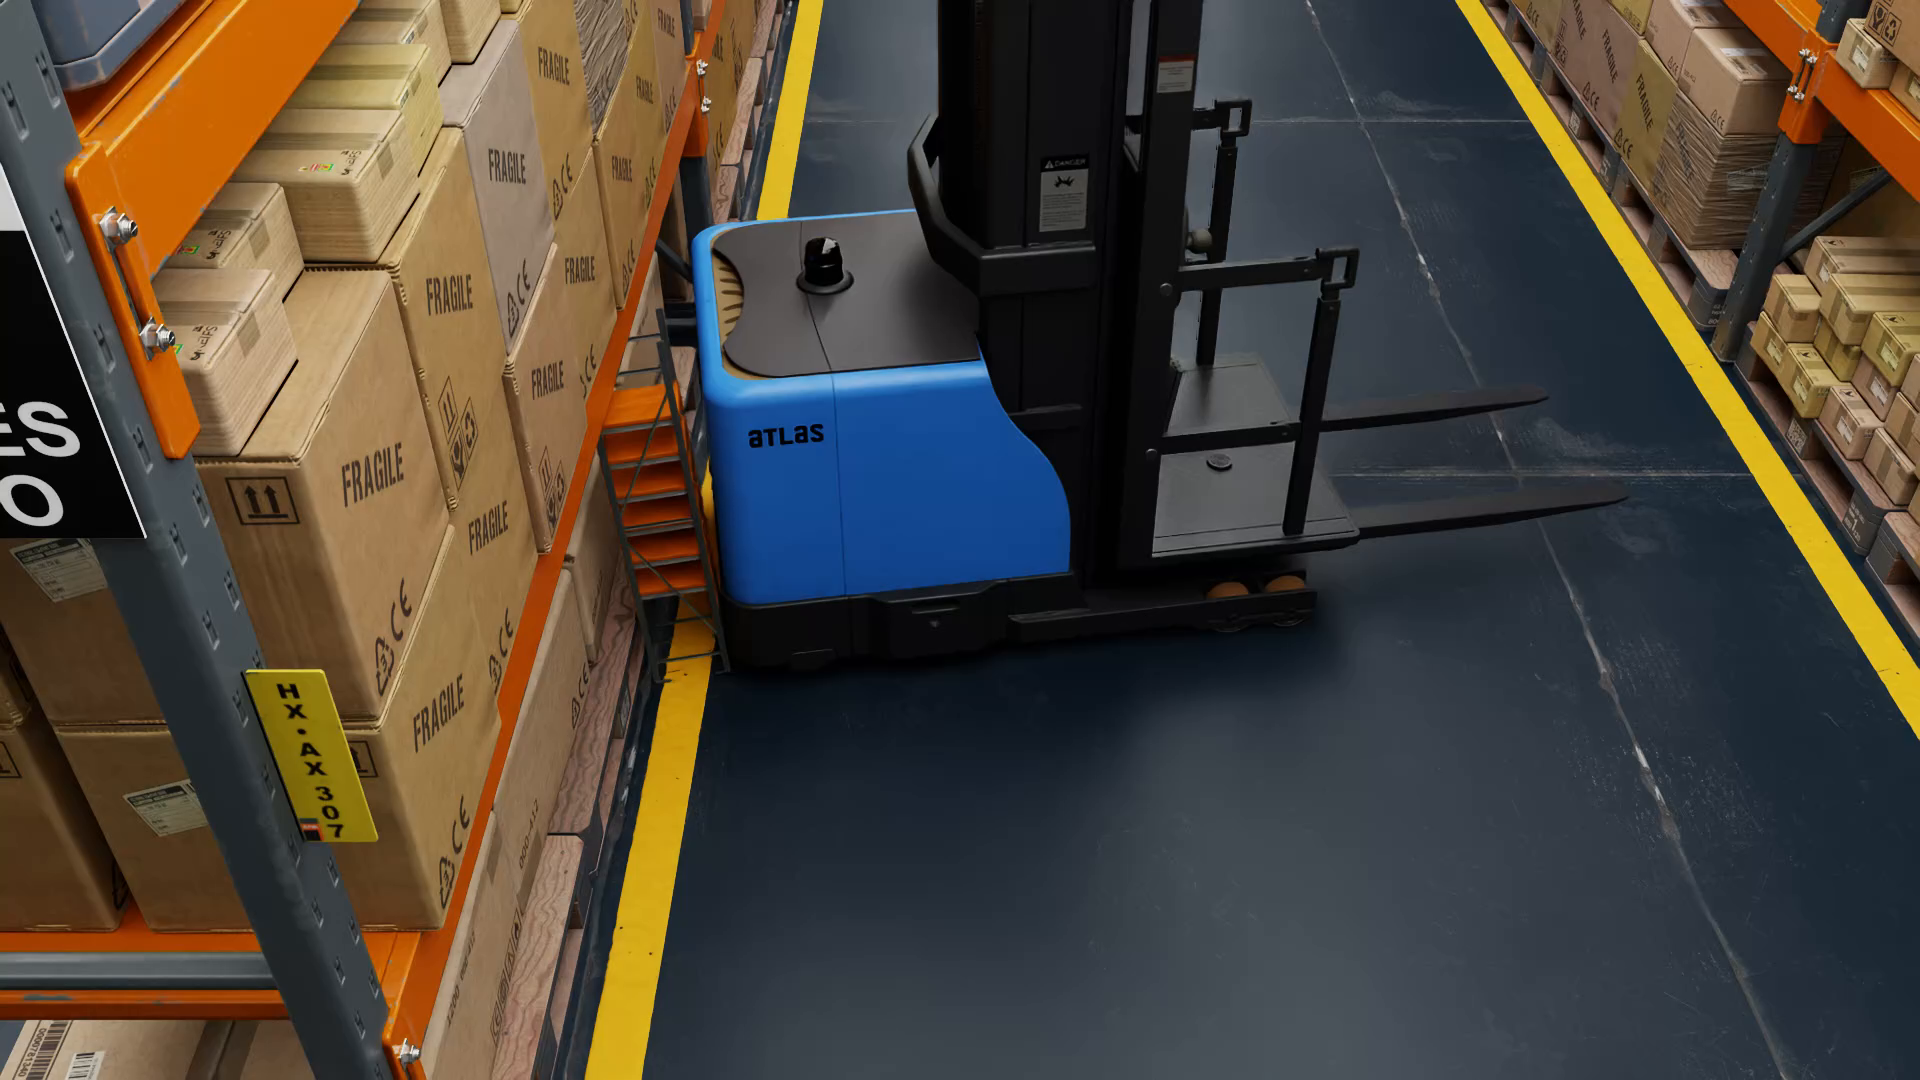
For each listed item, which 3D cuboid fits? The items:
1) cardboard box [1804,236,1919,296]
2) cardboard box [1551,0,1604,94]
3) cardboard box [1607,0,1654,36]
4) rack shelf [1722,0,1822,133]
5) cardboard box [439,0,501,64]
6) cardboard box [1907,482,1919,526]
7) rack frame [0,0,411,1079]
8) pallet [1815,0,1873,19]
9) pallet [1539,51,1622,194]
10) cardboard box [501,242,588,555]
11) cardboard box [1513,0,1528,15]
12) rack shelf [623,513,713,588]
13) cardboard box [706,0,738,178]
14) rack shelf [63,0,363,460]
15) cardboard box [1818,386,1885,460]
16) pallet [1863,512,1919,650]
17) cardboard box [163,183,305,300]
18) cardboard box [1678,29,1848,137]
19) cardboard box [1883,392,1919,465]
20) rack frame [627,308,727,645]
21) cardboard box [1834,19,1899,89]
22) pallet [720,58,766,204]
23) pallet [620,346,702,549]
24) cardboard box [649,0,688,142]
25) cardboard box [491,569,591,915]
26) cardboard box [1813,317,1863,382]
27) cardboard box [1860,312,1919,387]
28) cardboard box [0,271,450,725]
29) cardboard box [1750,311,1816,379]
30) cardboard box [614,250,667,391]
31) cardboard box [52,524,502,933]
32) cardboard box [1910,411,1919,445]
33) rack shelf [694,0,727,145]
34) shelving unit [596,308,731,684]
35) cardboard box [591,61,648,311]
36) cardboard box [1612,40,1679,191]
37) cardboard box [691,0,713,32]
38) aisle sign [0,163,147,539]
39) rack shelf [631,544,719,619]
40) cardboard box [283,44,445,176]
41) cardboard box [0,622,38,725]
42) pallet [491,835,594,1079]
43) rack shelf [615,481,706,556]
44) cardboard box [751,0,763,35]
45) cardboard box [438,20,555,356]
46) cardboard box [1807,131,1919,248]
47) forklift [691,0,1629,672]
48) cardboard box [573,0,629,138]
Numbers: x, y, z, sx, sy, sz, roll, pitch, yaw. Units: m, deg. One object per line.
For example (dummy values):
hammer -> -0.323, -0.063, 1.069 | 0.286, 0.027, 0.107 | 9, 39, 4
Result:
cardboard box -> 3.319, -0.976, 6.038 | 0.380, 0.149, 0.250 | 1, 39, 2
cardboard box -> 3.276, -2.520, 8.159 | 0.500, 0.500, 0.500 | -1, 39, -1
cardboard box -> 3.270, -2.507, 7.543 | 0.500, 0.250, 0.500 | -2, 39, -2
rack shelf -> 3.523, -2.878, 7.518 | 1.077, 0.370, 4.000 | 0, 39, 0
cardboard box -> -1.130, -1.056, 3.271 | 0.380, 0.149, 0.250 | 0, 39, 0
cardboard box -> 3.343, -0.083, 5.399 | 0.380, 0.149, 0.250 | -2, 39, -2
rack frame -> -1.423, 0.660, 2.528 | 0.949, 2.616, 0.053 | 0, 39, 0
pallet -> 3.670, -2.312, 6.389 | 1.003, 0.211, 1.213 | 0, 39, 0
pallet -> 3.519, -2.072, 8.167 | 1.003, 0.211, 1.213 | 0, 39, 0
cardboard box -> -1.144, -0.314, 3.663 | 0.500, 0.500, 0.500 | 0, 39, 0
cardboard box -> 3.267, -3.156, 8.952 | 0.500, 0.500, 0.500 | -2, 39, -2
rack shelf -> -0.880, 0.031, 5.010 | 0.258, 0.103, 0.180 | -9, 38, -5
cardboard box -> -1.514, -2.129, 7.371 | 0.875, 0.875, 0.875 | 1, 39, 1
rack shelf -> -1.422, -1.481, 3.376 | 1.077, 0.370, 4.000 | 0, 39, 0
cardboard box -> 3.257, -0.410, 5.807 | 0.380, 0.149, 0.250 | 0, 39, 0
pallet -> 3.566, 0.365, 5.126 | 1.003, 0.211, 1.213 | 0, 39, 0
cardboard box -> -1.215, -0.409, 2.463 | 0.380, 0.149, 0.250 | 1, 39, 1
cardboard box -> 3.272, -1.855, 6.730 | 0.500, 0.250, 0.500 | -1, 39, -1
cardboard box -> 3.330, -0.370, 5.519 | 0.380, 0.149, 0.250 | -2, 39, -2
rack frame -> -0.905, -0.153, 4.982 | 0.240, 1.200, 0.006 | -9, 38, -5
cardboard box -> 3.199, -1.633, 5.590 | 0.380, 0.149, 0.250 | 1, 39, 2
pallet -> -1.505, -2.001, 8.078 | 1.003, 0.211, 1.213 | 0, 39, 0
pallet -> -1.502, -0.278, 5.928 | 1.003, 0.211, 1.213 | 0, 39, 0
cardboard box -> -1.168, -1.591, 5.257 | 0.500, 0.500, 0.500 | 0, 39, 0
cardboard box -> -1.530, 0.511, 4.427 | 0.875, 0.438, 0.875 | 1, 39, 1
cardboard box -> 3.296, -0.691, 5.919 | 0.380, 0.149, 0.250 | 0, 39, 0
cardboard box -> 3.309, -0.646, 5.626 | 0.380, 0.149, 0.250 | -1, 39, -1
cardboard box -> -1.136, -0.070, 2.559 | 0.500, 0.500, 0.500 | -1, 39, -1
cardboard box -> 3.205, -0.732, 6.209 | 0.380, 0.149, 0.250 | -2, 39, -2
cardboard box -> -1.531, -0.613, 5.829 | 0.875, 0.438, 0.875 | -1, 39, -1
cardboard box -> -1.133, 0.320, 2.872 | 0.500, 0.500, 0.500 | 0, 39, 0
cardboard box -> 3.251, -0.324, 5.223 | 0.380, 0.149, 0.250 | 1, 39, 1
rack shelf -> -1.427, -2.812, 7.435 | 1.077, 0.370, 4.000 | 0, 39, 0
shelving unit -> -0.891, -0.099, 4.910 | 0.258, 1.200, 0.189 | -9, 38, -5
cardboard box -> -1.147, -0.955, 4.463 | 0.500, 0.500, 0.500 | -1, 39, -1
cardboard box -> 3.272, -1.880, 7.361 | 0.500, 0.500, 0.500 | -1, 39, -1
cardboard box -> -1.161, -2.058, 6.040 | 0.500, 0.250, 0.500 | -1, 39, -1
aisle sign -> -1.130, -0.310, 1.659 | 0.394, 0.787, 0.004 | 0, 39, 0
rack shelf -> -0.872, 0.126, 5.083 | 0.258, 0.103, 0.180 | -9, 38, -5
cardboard box -> -1.119, -0.736, 2.871 | 0.380, 0.149, 0.250 | -1, 39, -2
cardboard box -> -1.658, -0.071, 2.560 | 0.500, 0.500, 0.500 | 1, 39, 1
pallet -> -1.499, 1.248, 4.024 | 1.003, 0.211, 1.213 | 0, 39, 0
rack shelf -> -0.888, -0.064, 4.937 | 0.258, 0.103, 0.180 | -9, 38, -5
cardboard box -> -1.511, -3.246, 8.765 | 0.875, 0.875, 0.875 | 0, 39, 0
cardboard box -> -1.151, -0.715, 3.364 | 0.500, 0.500, 0.500 | 0, 39, 0
cardboard box -> 3.790, -1.559, 6.960 | 0.500, 0.500, 0.500 | 1, 39, 2
forklift -> 0.698, -1.165, 4.860 | 3.031, 2.935, 1.130 | -6, 39, -7
cardboard box -> -1.145, -1.340, 4.144 | 0.500, 0.500, 0.500 | 0, 39, 1
